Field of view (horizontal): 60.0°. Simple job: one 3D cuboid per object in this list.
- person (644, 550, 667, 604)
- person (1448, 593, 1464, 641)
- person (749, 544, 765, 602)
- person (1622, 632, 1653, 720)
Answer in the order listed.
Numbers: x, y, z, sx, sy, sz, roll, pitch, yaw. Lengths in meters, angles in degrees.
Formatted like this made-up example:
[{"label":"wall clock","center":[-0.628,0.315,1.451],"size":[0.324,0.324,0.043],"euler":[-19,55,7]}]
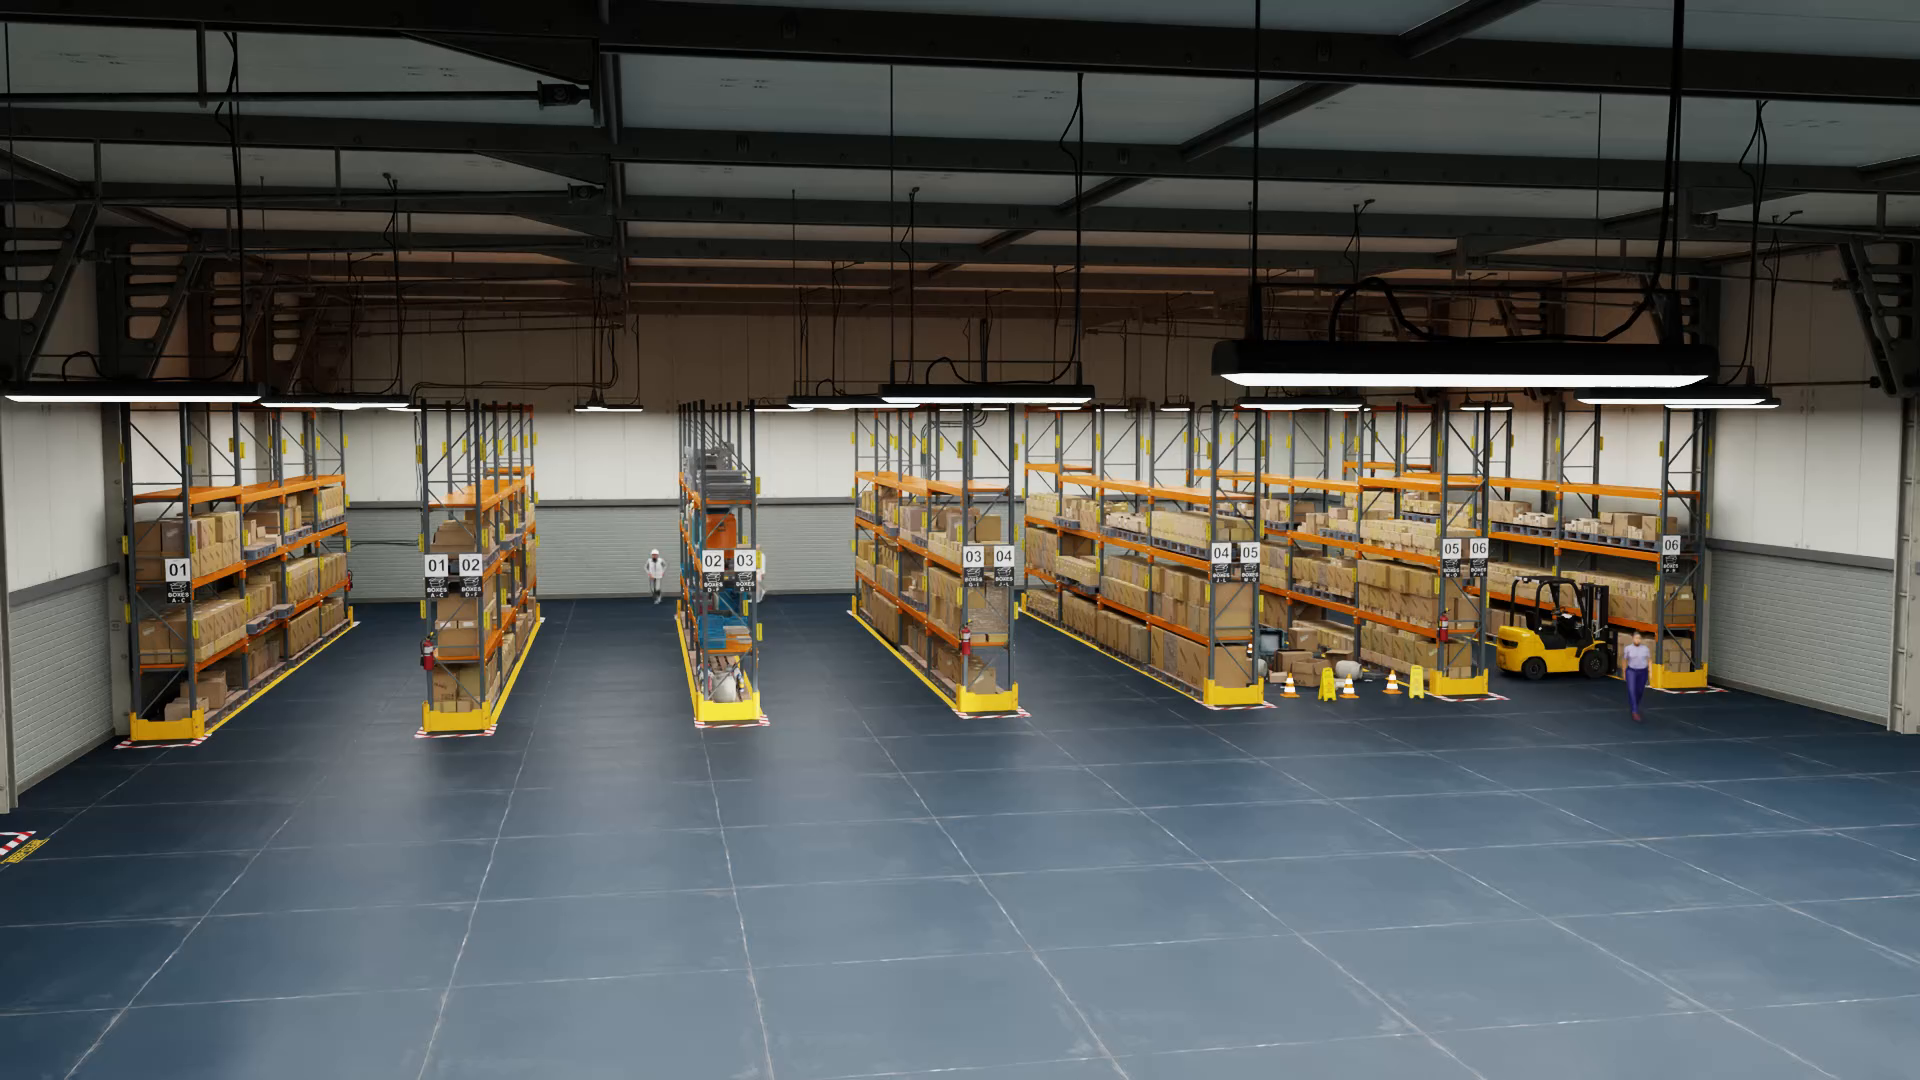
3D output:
[{"label":"person","center":[-9.113,1.110,50.034],"size":[0.597,1.681,0.723],"euler":[0,4,0]},{"label":"person","center":[11.479,2.005,38.330],"size":[0.518,1.707,0.367],"euler":[-3,5,-36]},{"label":"person","center":[-6.179,1.017,50.652],"size":[0.630,1.756,0.627],"euler":[-4,6,-42]},{"label":"person","center":[12.773,2.540,31.289],"size":[0.493,1.604,0.903],"euler":[0,4,5]}]
